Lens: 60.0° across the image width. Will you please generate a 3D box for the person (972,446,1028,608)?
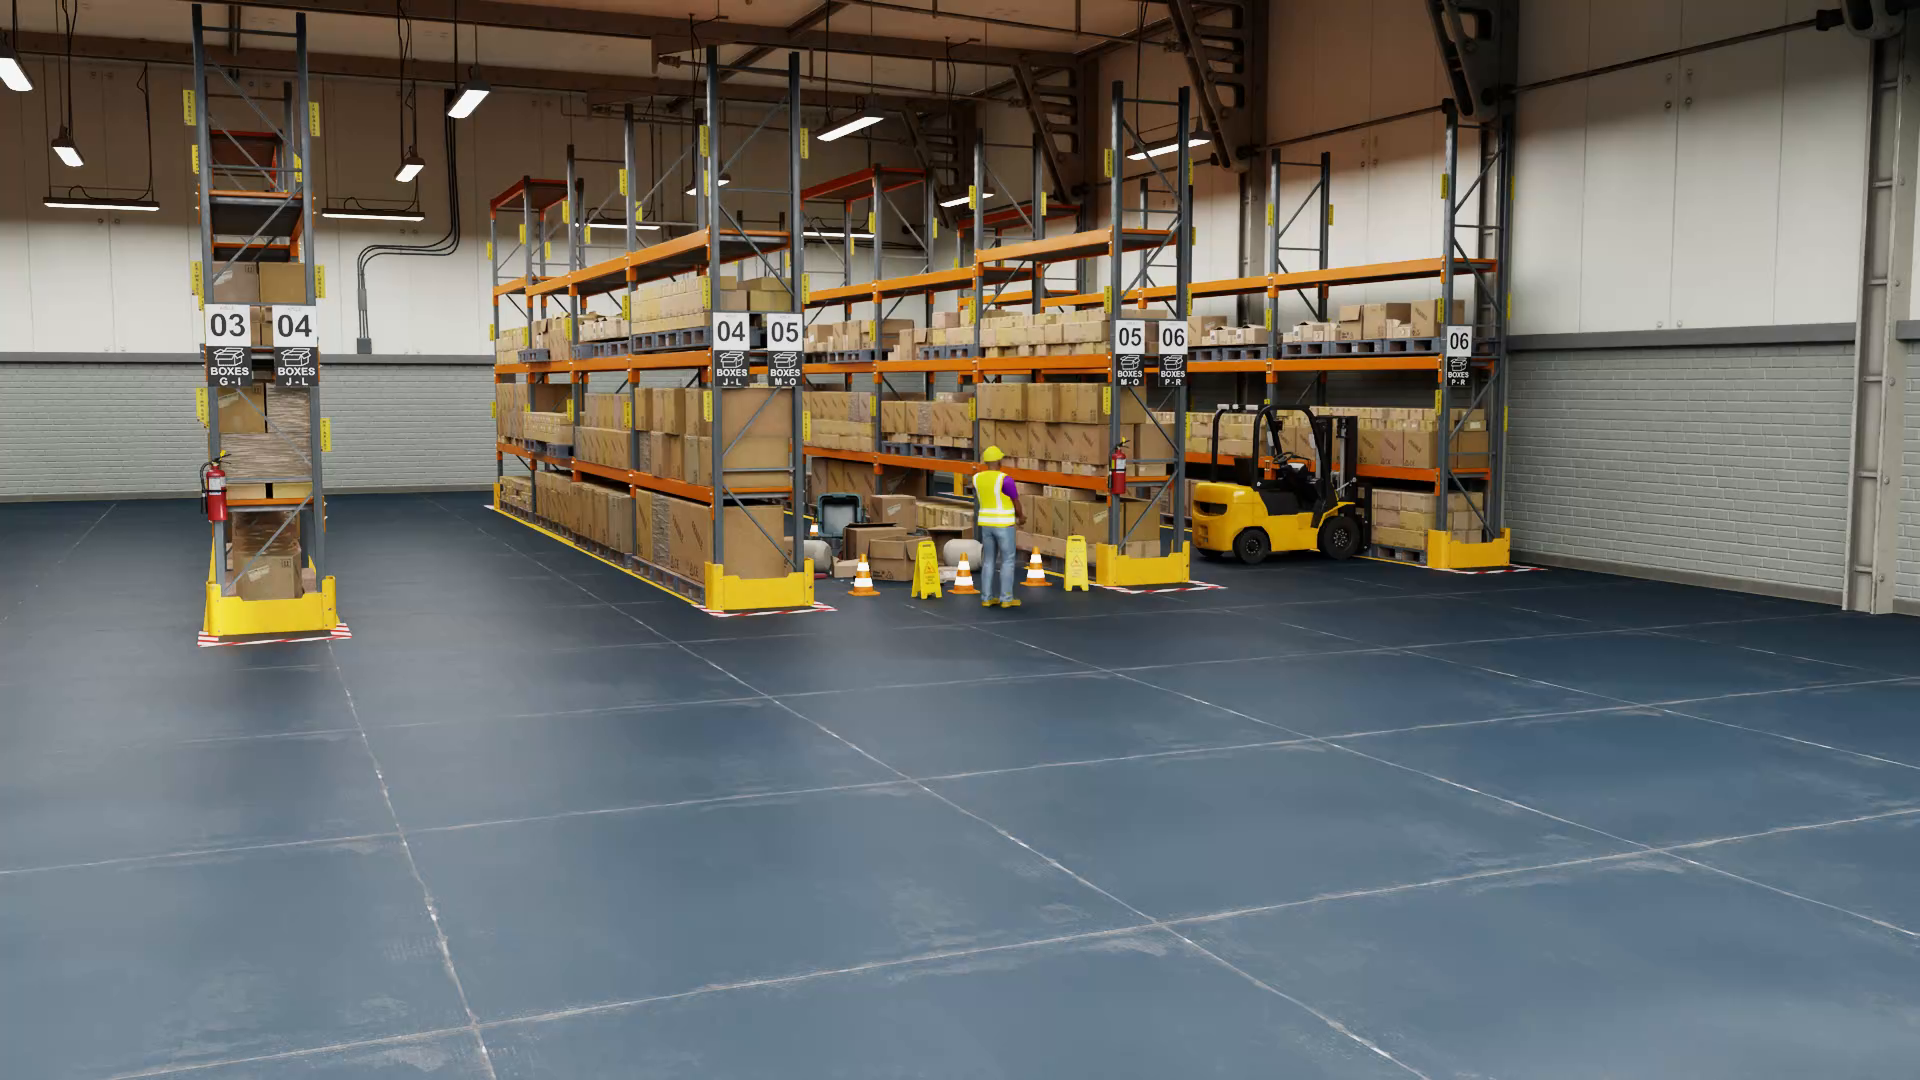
[{"bbox_3d":[0.456,-0.155,18.303,0.514,1.765,0.578,4,7,36],"label":"person"}]
